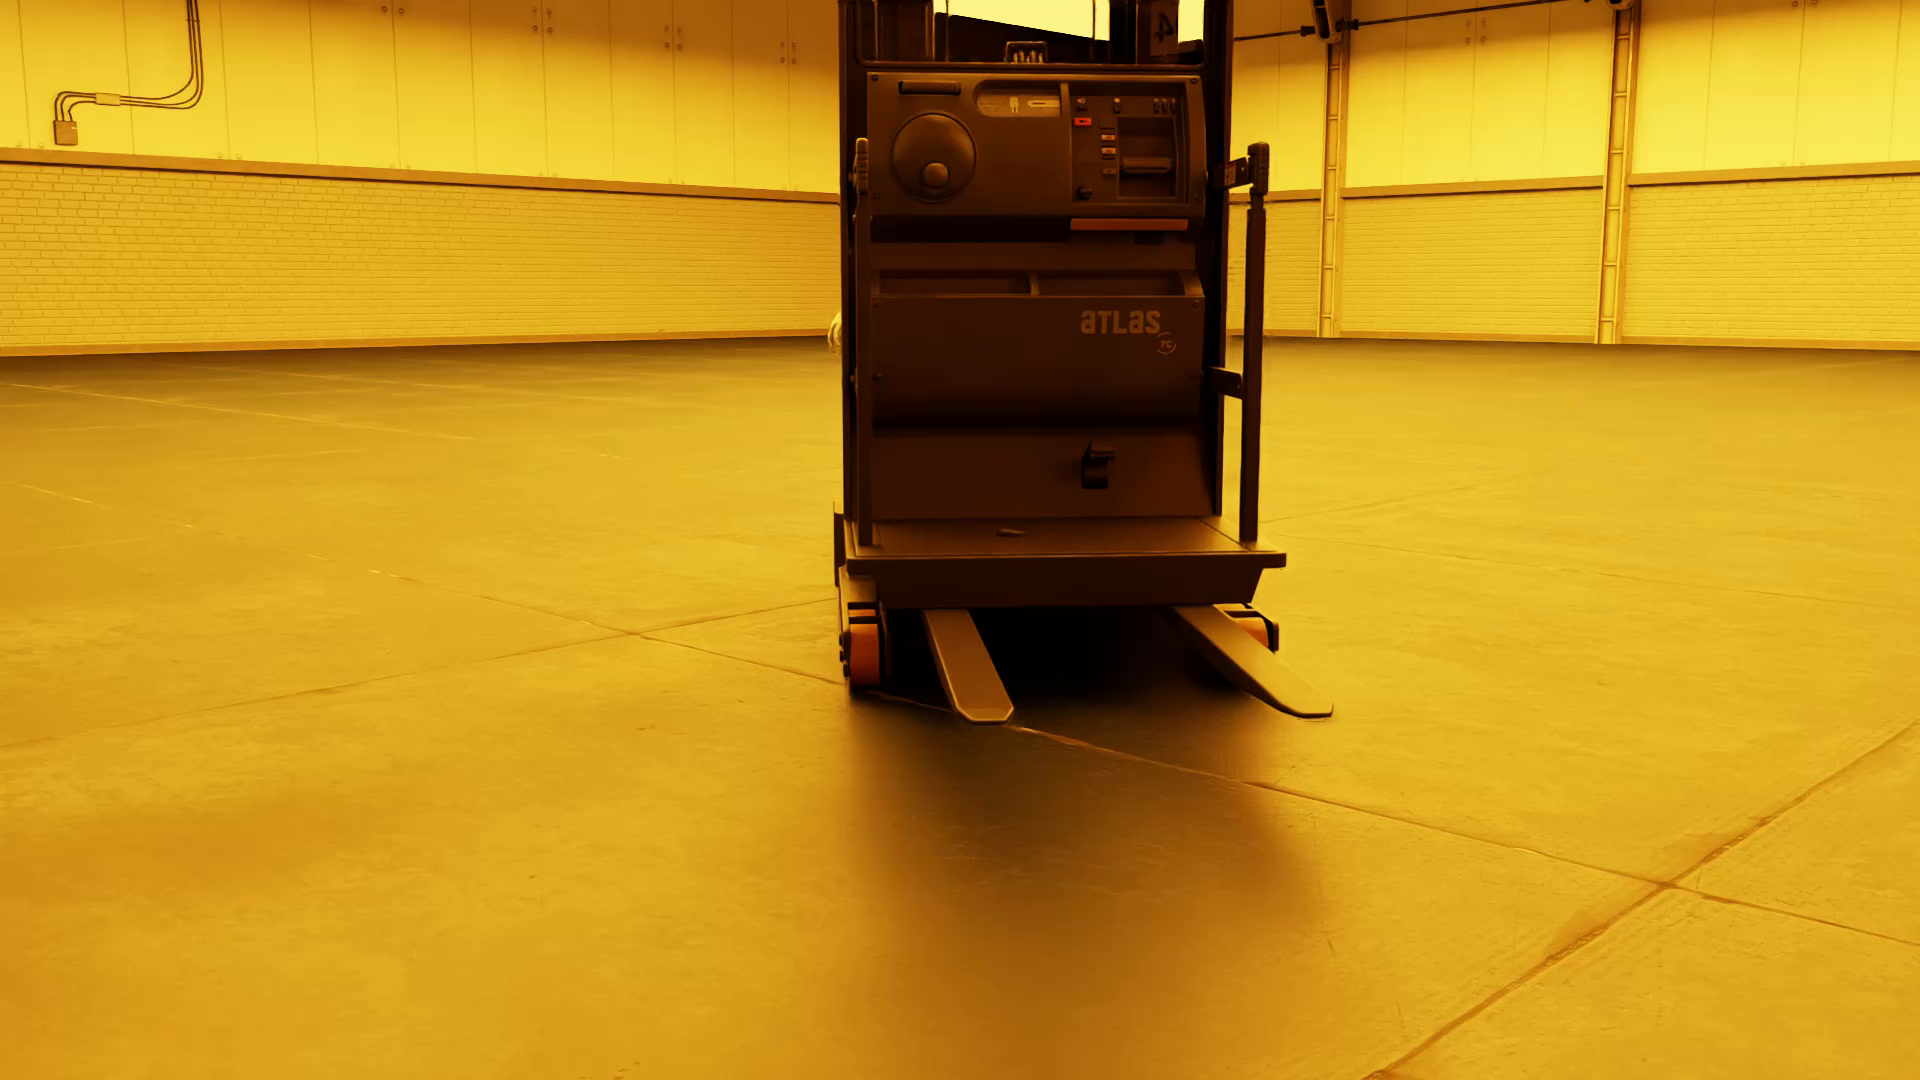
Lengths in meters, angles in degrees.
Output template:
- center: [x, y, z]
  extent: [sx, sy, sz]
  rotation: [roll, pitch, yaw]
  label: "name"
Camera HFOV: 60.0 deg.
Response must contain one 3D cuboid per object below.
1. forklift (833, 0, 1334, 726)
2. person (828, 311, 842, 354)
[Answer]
- center: [0.229, -1.127, 4.356]
  extent: [1.130, 2.935, 3.031]
  rotation: [-1, 9, -5]
  label: "forklift"
- center: [-0.225, -0.861, 6.731]
  extent: [0.733, 1.740, 0.664]
  rotation: [-6, 11, -37]
  label: "person"
